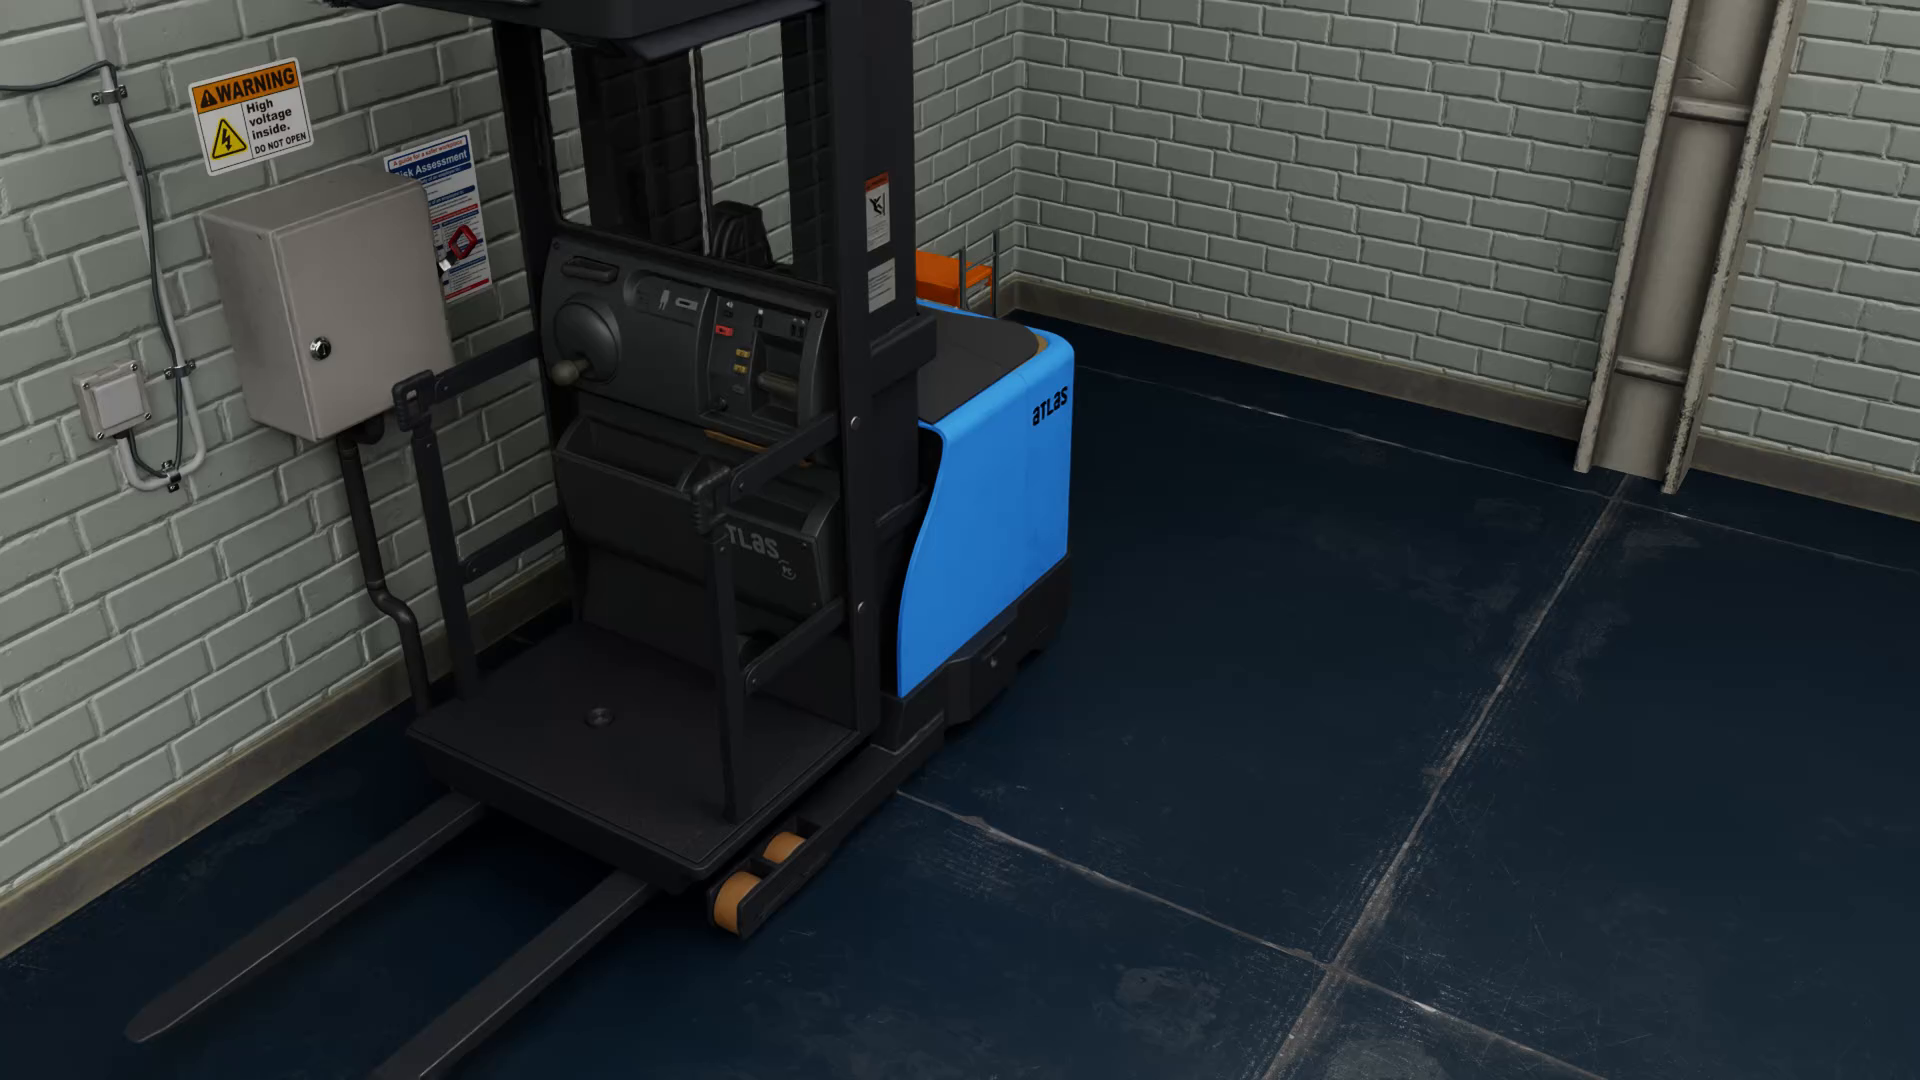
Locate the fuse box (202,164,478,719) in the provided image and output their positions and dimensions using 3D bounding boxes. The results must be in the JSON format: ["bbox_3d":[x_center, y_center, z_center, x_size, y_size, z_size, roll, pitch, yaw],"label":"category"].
[{"bbox_3d":[-1.648,-0.167,4.839,0.414,1.711,0.539,18,35,27],"label":"fuse box"}]

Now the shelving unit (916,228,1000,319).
[{"bbox_3d":[-0.140,-0.563,6.024,0.503,1.200,0.258,18,35,27],"label":"shelving unit"}]

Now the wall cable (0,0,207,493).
[{"bbox_3d":[-2.144,-0.914,3.831,0.122,1.984,0.588,18,35,27],"label":"wall cable"}]

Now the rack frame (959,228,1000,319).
[{"bbox_3d":[0.066,-0.497,5.912,0.015,1.200,0.240,18,35,27],"label":"rack frame"}]

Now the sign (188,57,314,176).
[{"bbox_3d":[-1.853,-1.113,4.361,0.001,0.242,0.339,18,35,27],"label":"sign"}]

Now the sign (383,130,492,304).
[{"bbox_3d":[-1.561,-0.949,4.995,0.001,0.494,0.329,18,35,27],"label":"sign"}]

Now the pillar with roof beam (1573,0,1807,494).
[{"bbox_3d":[0.442,-2.346,1.342,0.400,9.000,9.100,18,35,27],"label":"pillar with roof beam"}]

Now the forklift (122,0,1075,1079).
[{"bbox_3d":[-0.844,-0.483,4.168,1.130,2.935,3.031,18,35,28],"label":"forklift"}]

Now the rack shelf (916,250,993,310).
[{"bbox_3d":[-0.140,-0.902,5.826,0.480,0.148,0.258,18,35,27],"label":"rack shelf"}]
